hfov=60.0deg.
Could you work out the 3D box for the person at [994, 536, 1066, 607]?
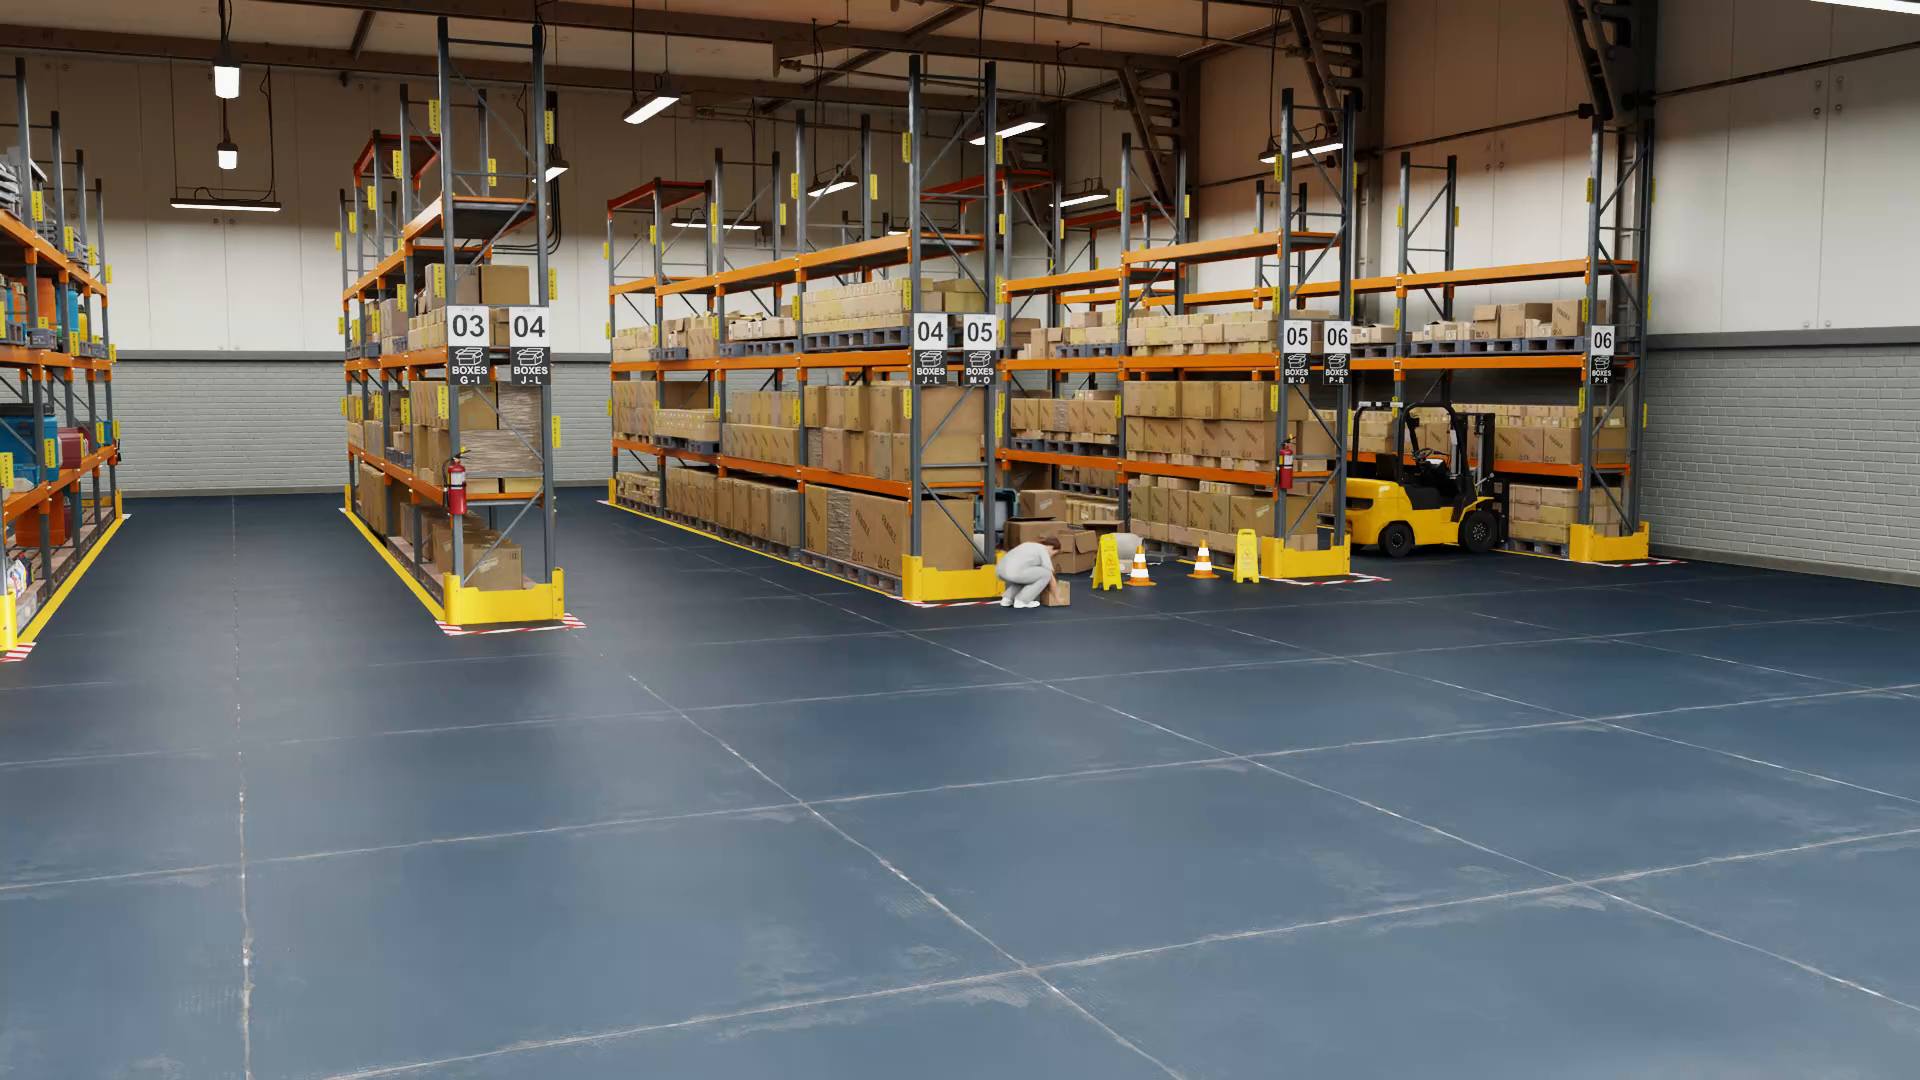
[{"bbox_3d":[0.760,0.370,18.202,0.820,0.803,0.471,-3,6,-28],"label":"person"}]
